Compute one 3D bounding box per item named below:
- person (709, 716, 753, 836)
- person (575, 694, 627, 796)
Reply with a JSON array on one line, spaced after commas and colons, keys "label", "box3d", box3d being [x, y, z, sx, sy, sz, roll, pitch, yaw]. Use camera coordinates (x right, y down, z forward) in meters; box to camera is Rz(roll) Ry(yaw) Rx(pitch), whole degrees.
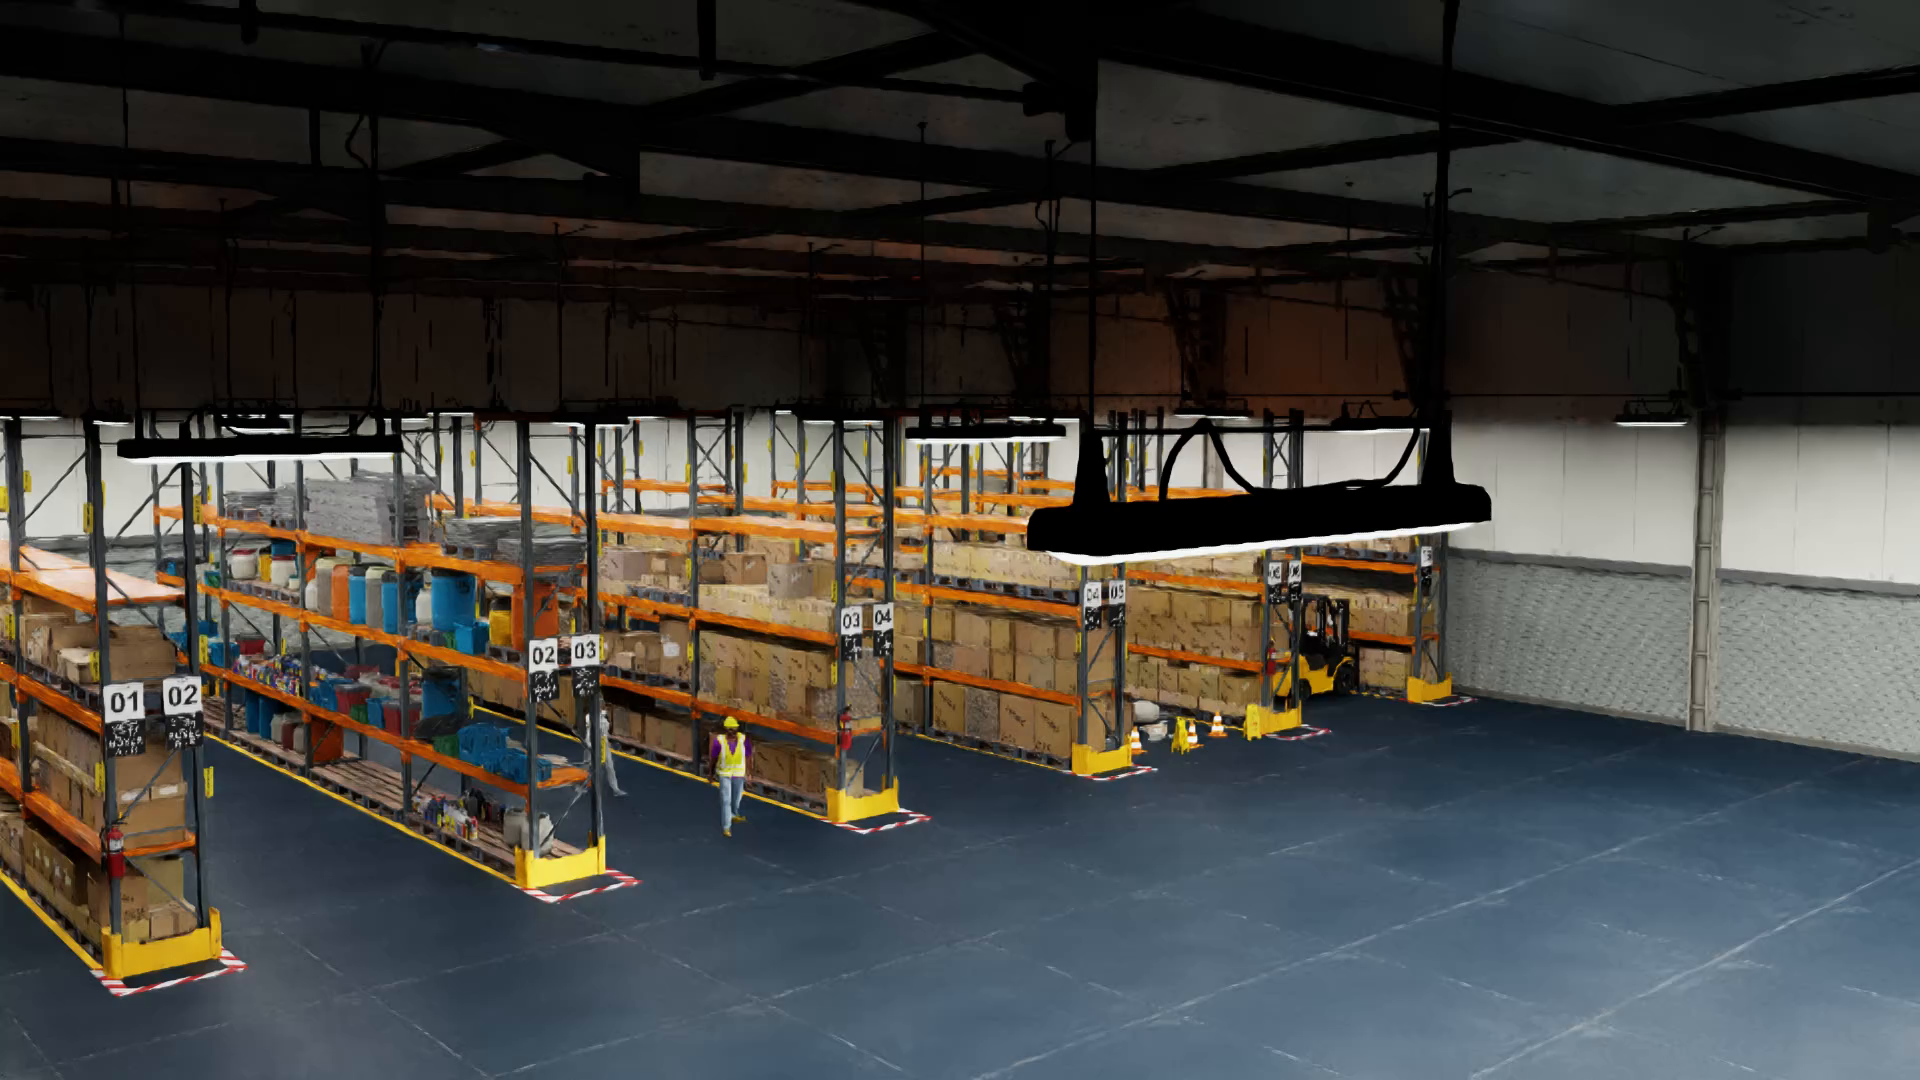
[{"label": "person", "box3d": [-3.309, 3.373, 24.055, 0.616, 1.712, 0.970, -2, 5, -21]}, {"label": "person", "box3d": [-5.688, 3.210, 26.136, 0.984, 1.621, 0.483, 4, 7, 41]}]
